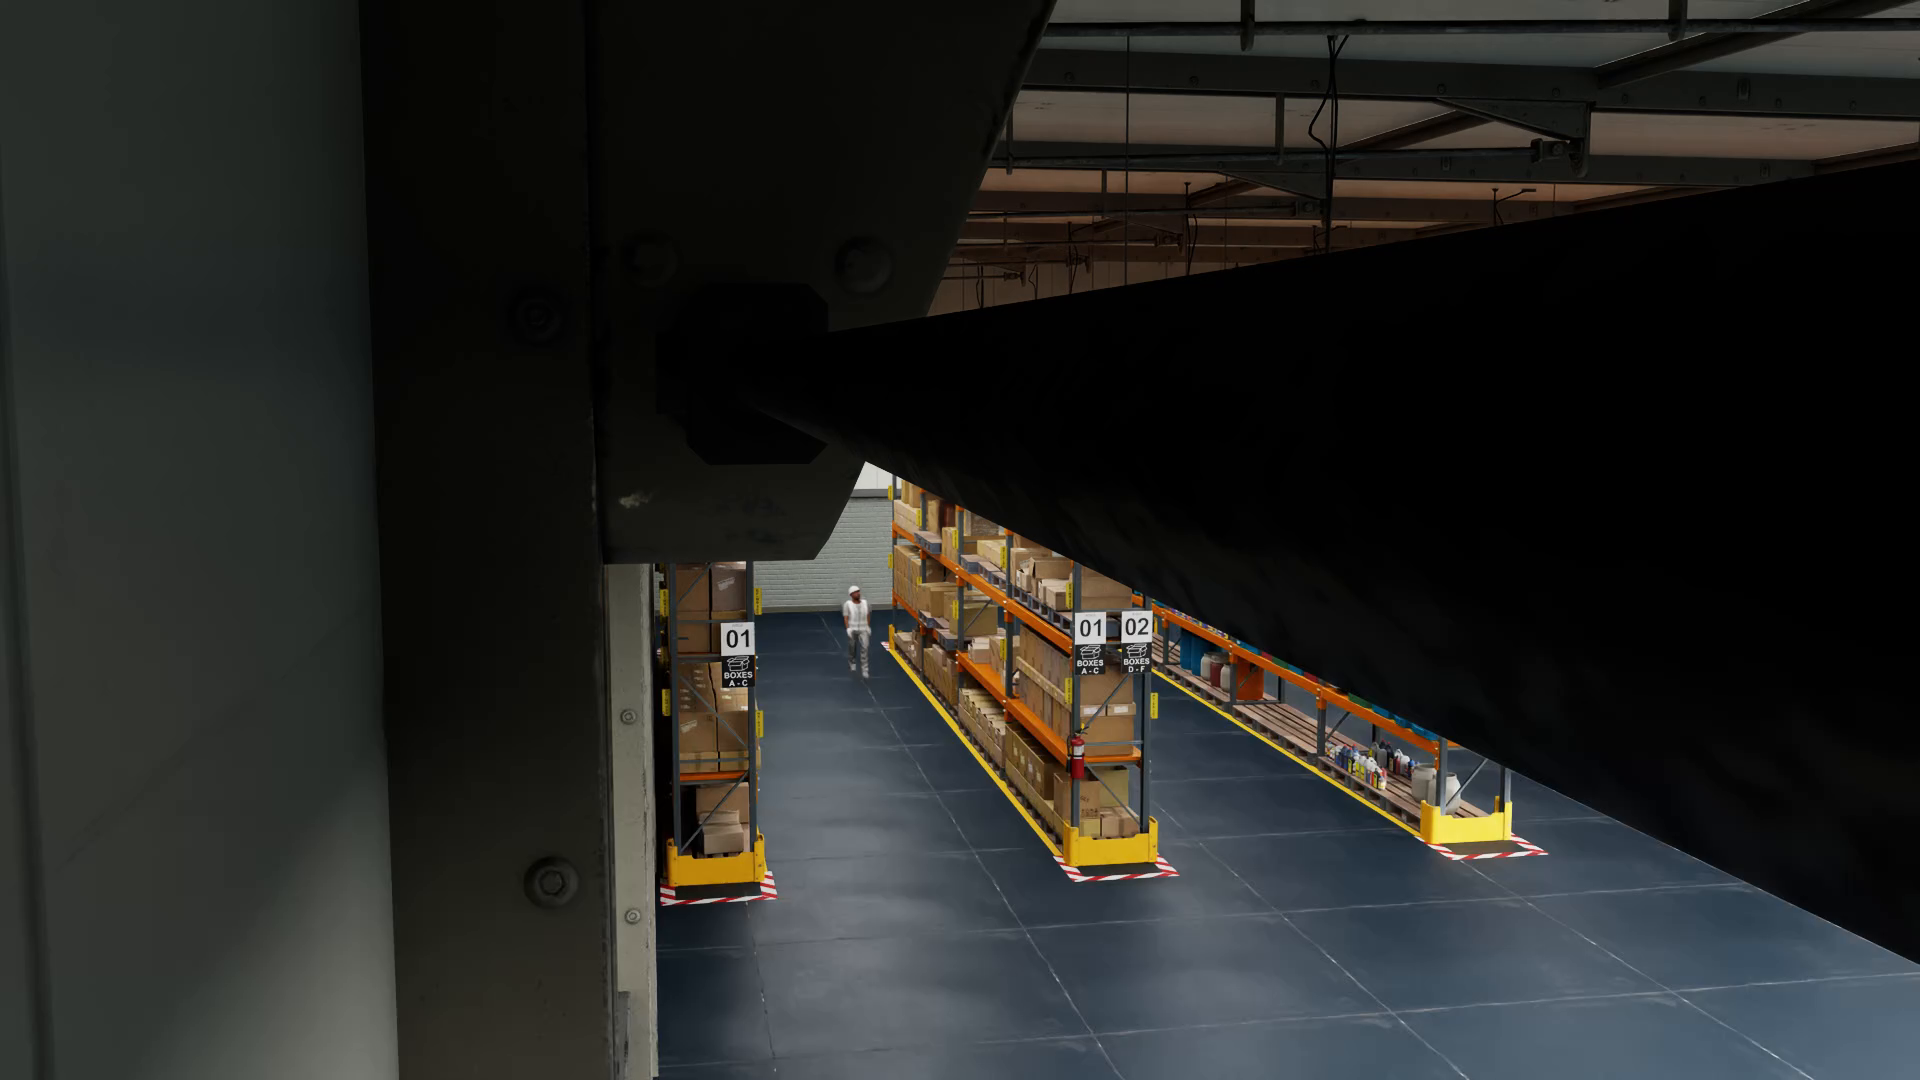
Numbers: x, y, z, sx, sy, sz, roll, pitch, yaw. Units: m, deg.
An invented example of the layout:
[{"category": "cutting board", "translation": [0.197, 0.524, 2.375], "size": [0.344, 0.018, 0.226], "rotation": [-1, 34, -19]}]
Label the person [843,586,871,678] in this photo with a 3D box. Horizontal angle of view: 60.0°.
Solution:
[{"category": "person", "translation": [-2.000, 1.774, 32.581], "size": [0.575, 1.735, 0.986], "rotation": [-1, 6, -11]}]
